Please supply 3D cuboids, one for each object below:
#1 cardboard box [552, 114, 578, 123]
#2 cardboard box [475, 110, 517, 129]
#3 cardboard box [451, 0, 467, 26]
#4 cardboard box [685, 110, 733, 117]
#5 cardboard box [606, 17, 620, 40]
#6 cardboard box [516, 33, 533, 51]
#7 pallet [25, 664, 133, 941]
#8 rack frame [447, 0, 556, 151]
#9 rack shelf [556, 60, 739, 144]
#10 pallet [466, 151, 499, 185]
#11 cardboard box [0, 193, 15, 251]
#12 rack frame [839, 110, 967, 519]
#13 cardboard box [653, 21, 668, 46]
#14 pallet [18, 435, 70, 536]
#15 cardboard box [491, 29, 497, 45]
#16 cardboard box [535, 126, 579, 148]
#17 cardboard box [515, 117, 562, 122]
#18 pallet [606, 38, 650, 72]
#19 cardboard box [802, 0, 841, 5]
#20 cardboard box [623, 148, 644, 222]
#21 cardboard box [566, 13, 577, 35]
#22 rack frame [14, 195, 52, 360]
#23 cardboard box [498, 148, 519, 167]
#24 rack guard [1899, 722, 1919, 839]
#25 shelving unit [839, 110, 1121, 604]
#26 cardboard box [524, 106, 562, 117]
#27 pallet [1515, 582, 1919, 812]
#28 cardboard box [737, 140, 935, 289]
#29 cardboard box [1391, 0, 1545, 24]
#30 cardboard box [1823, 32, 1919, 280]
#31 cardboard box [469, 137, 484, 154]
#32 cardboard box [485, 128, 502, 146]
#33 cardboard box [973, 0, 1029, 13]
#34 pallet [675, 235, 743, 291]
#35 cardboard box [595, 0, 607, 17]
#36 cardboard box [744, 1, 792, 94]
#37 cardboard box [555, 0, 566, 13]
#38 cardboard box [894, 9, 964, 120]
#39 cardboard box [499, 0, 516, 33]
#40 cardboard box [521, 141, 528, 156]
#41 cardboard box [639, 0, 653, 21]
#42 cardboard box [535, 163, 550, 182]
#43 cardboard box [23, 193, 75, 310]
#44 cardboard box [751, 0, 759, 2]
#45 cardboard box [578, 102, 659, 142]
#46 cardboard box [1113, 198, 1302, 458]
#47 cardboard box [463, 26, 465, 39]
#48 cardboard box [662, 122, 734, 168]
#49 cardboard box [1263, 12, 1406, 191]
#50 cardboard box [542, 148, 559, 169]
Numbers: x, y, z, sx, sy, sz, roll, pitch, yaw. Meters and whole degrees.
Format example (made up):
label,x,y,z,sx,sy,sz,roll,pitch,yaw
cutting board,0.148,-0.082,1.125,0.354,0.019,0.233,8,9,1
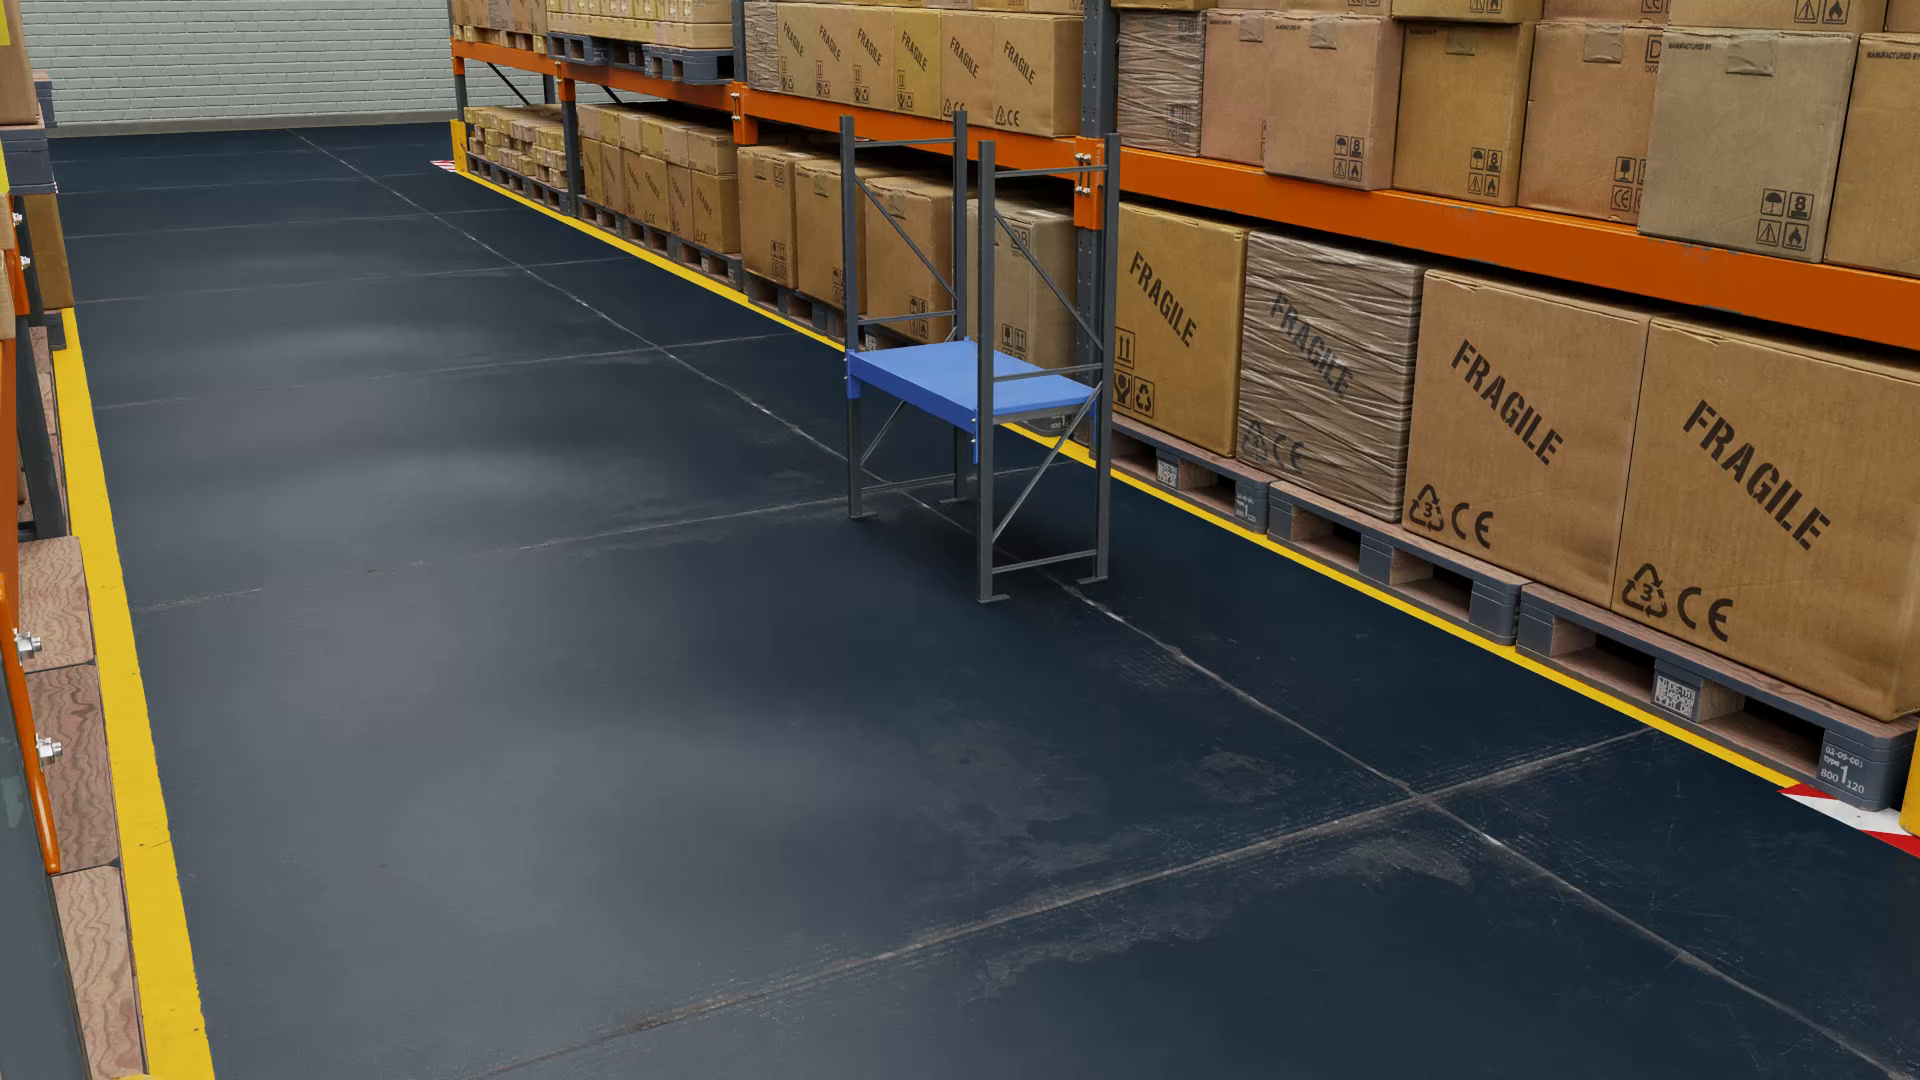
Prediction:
label,x,y,z,sx,sy,sz,roll,pitch,yaw
cardboard box,-3.677,-3.997,15.930,0.380,0.149,0.250,-11,22,-28
cardboard box,-4.533,-4.135,16.331,0.380,0.149,0.250,-10,21,-27
cardboard box,-4.757,-5.375,16.500,0.500,0.500,0.500,-9,21,-24
cardboard box,-1.755,-3.108,12.578,0.500,0.250,0.500,-11,22,-29
cardboard box,-2.303,-3.659,11.878,0.380,0.149,0.250,-11,22,-29
cardboard box,-3.718,-4.431,14.760,0.380,0.149,0.250,-11,22,-29
pallet,-2.508,0.682,3.832,1.003,0.211,1.213,-10,21,-27
rack frame,-4.727,-5.359,17.062,1.000,3.000,0.127,-10,21,-27
rack shelf,-1.878,-3.296,12.188,1.077,0.370,4.000,-10,21,-27
pallet,-4.336,-3.780,16.762,1.003,0.211,1.213,-10,21,-27
cardboard box,-2.688,-0.831,4.325,0.380,0.149,0.250,-10,21,-27
rack frame,-0.201,-0.830,6.239,0.500,1.500,0.032,-10,21,-27
cardboard box,-1.805,-3.357,11.004,0.380,0.149,0.250,-10,21,-26
pallet,-3.812,-0.080,6.038,1.003,0.211,1.213,-10,21,-27
cardboard box,-4.180,-4.734,15.637,0.380,0.149,0.250,-10,22,-28
cardboard box,-3.506,-3.542,14.612,0.380,0.149,0.250,-10,22,-27
cardboard box,-3.931,-3.856,15.521,0.380,0.149,0.250,-10,21,-27
pallet,-1.904,-3.533,12.066,1.003,0.211,1.213,-10,21,-27
cardboard box,-0.482,-3.307,9.429,0.700,0.500,0.500,-10,22,-27
cardboard box,-2.196,-2.674,12.471,0.500,0.500,0.500,-10,21,-26
cardboard box,-2.793,-3.955,12.735,0.380,0.149,0.250,-10,21,-26
rack frame,-5.341,-2.323,8.264,1.000,3.000,0.127,-10,21,-27
cardboard box,-4.168,-3.643,15.817,0.380,0.149,0.250,-11,22,-29
rack guard,2.882,0.423,4.139,1.175,0.500,0.348,-10,21,-27
shelving unit,0.041,-0.684,5.816,0.538,1.500,1.048,-10,21,-27
cardboard box,-4.184,-4.297,16.800,0.380,0.149,0.250,-10,21,-26
pallet,2.423,0.335,4.836,1.003,0.211,1.213,-10,21,-27
cardboard box,-0.718,-2.008,10.158,1.050,0.750,0.750,-10,22,-27
cardboard box,1.874,-1.917,5.202,0.875,0.550,0.500,-10,21,-27
cardboard box,2.655,-0.936,4.015,0.875,0.550,0.550,-10,21,-27
cardboard box,-4.760,-4.009,16.879,0.380,0.149,0.250,-10,21,-26
cardboard box,-4.403,-3.925,16.180,0.380,0.149,0.250,-9,21,-25
cardboard box,0.485,-2.723,7.737,0.700,0.500,0.500,-10,22,-28
pallet,-1.298,-1.968,11.512,1.003,0.211,1.213,-10,21,-27
cardboard box,-2.418,-3.870,12.035,0.380,0.149,0.250,-10,22,-28
cardboard box,-0.952,-2.939,9.896,0.500,0.500,0.500,-10,21,-26
cardboard box,-2.920,-4.172,12.909,0.380,0.149,0.250,-10,22,-28
cardboard box,0.009,-2.359,8.217,0.500,0.500,0.500,-10,21,-26
cardboard box,-3.786,-4.785,14.792,0.500,0.500,0.500,-10,21,-27
cardboard box,-3.819,-3.630,15.324,0.380,0.149,0.250,-11,22,-29
cardboard box,-1.937,-3.577,11.184,0.380,0.149,0.250,-10,21,-27
cardboard box,-3.545,-3.274,14.749,0.380,0.149,0.250,-11,22,-28
cardboard box,-5.650,-1.718,9.126,1.225,0.875,0.875,-11,22,-29
cardboard box,-1.241,-3.606,11.268,0.380,0.149,0.250,-11,22,-28
cardboard box,-2.709,-3.329,13.218,0.500,0.250,0.500,-11,22,-29
cardboard box,1.209,-0.916,6.802,0.875,0.875,0.875,-10,21,-26
cardboard box,-4.704,-5.029,16.493,0.380,0.149,0.250,-9,21,-25
cardboard box,-1.733,-2.732,11.490,0.500,0.250,0.500,-10,21,-26
cardboard box,1.591,-1.553,5.803,0.875,0.550,0.550,-10,21,-27
cardboard box,-3.396,-3.319,14.421,0.380,0.149,0.250,-11,22,-29
